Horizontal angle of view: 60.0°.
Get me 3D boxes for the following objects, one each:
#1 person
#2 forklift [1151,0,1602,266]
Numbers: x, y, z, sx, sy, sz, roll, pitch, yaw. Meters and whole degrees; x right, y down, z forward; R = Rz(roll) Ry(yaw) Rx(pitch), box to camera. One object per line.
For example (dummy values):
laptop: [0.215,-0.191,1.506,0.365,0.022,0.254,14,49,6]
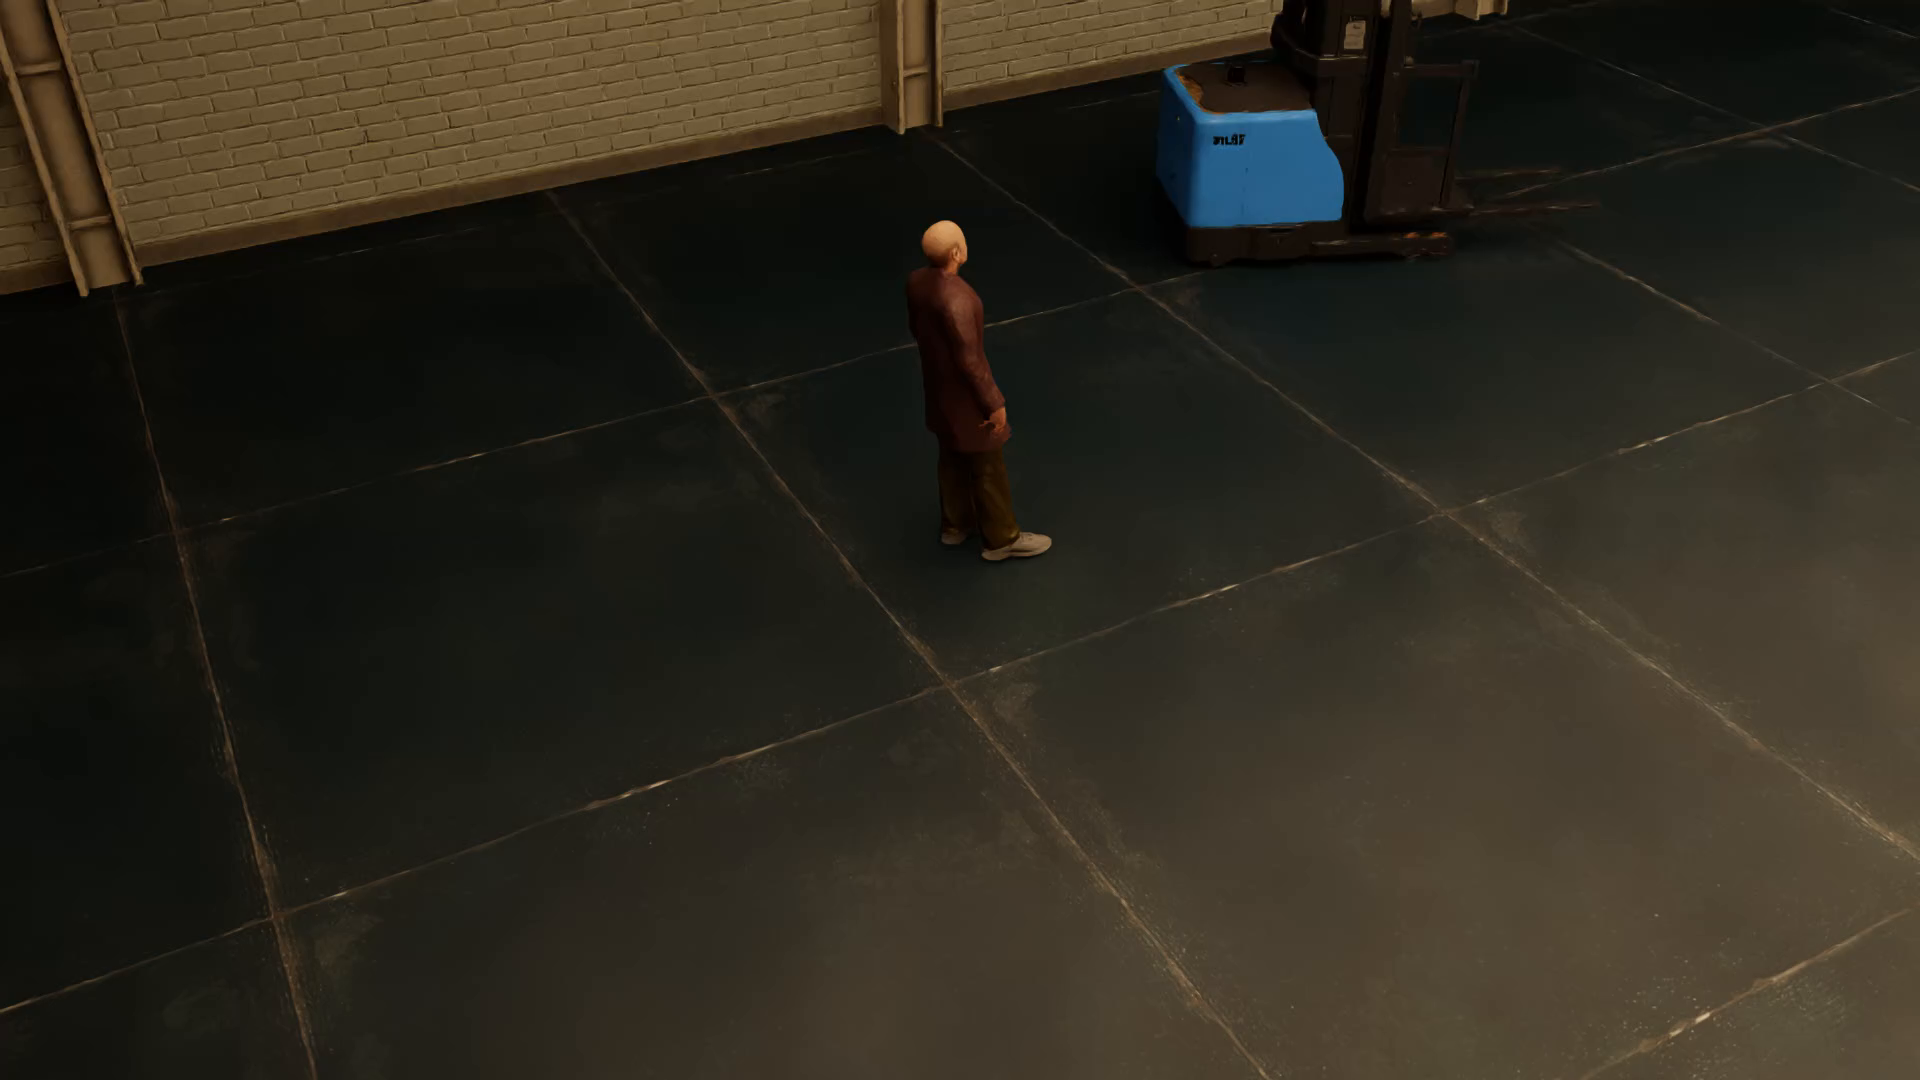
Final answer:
person: [0.083,-0.754,8.177,0.580,1.776,0.694,-17,39,-23]
forklift: [2.934,-3.425,10.969,3.031,2.935,1.130,-5,36,-7]
